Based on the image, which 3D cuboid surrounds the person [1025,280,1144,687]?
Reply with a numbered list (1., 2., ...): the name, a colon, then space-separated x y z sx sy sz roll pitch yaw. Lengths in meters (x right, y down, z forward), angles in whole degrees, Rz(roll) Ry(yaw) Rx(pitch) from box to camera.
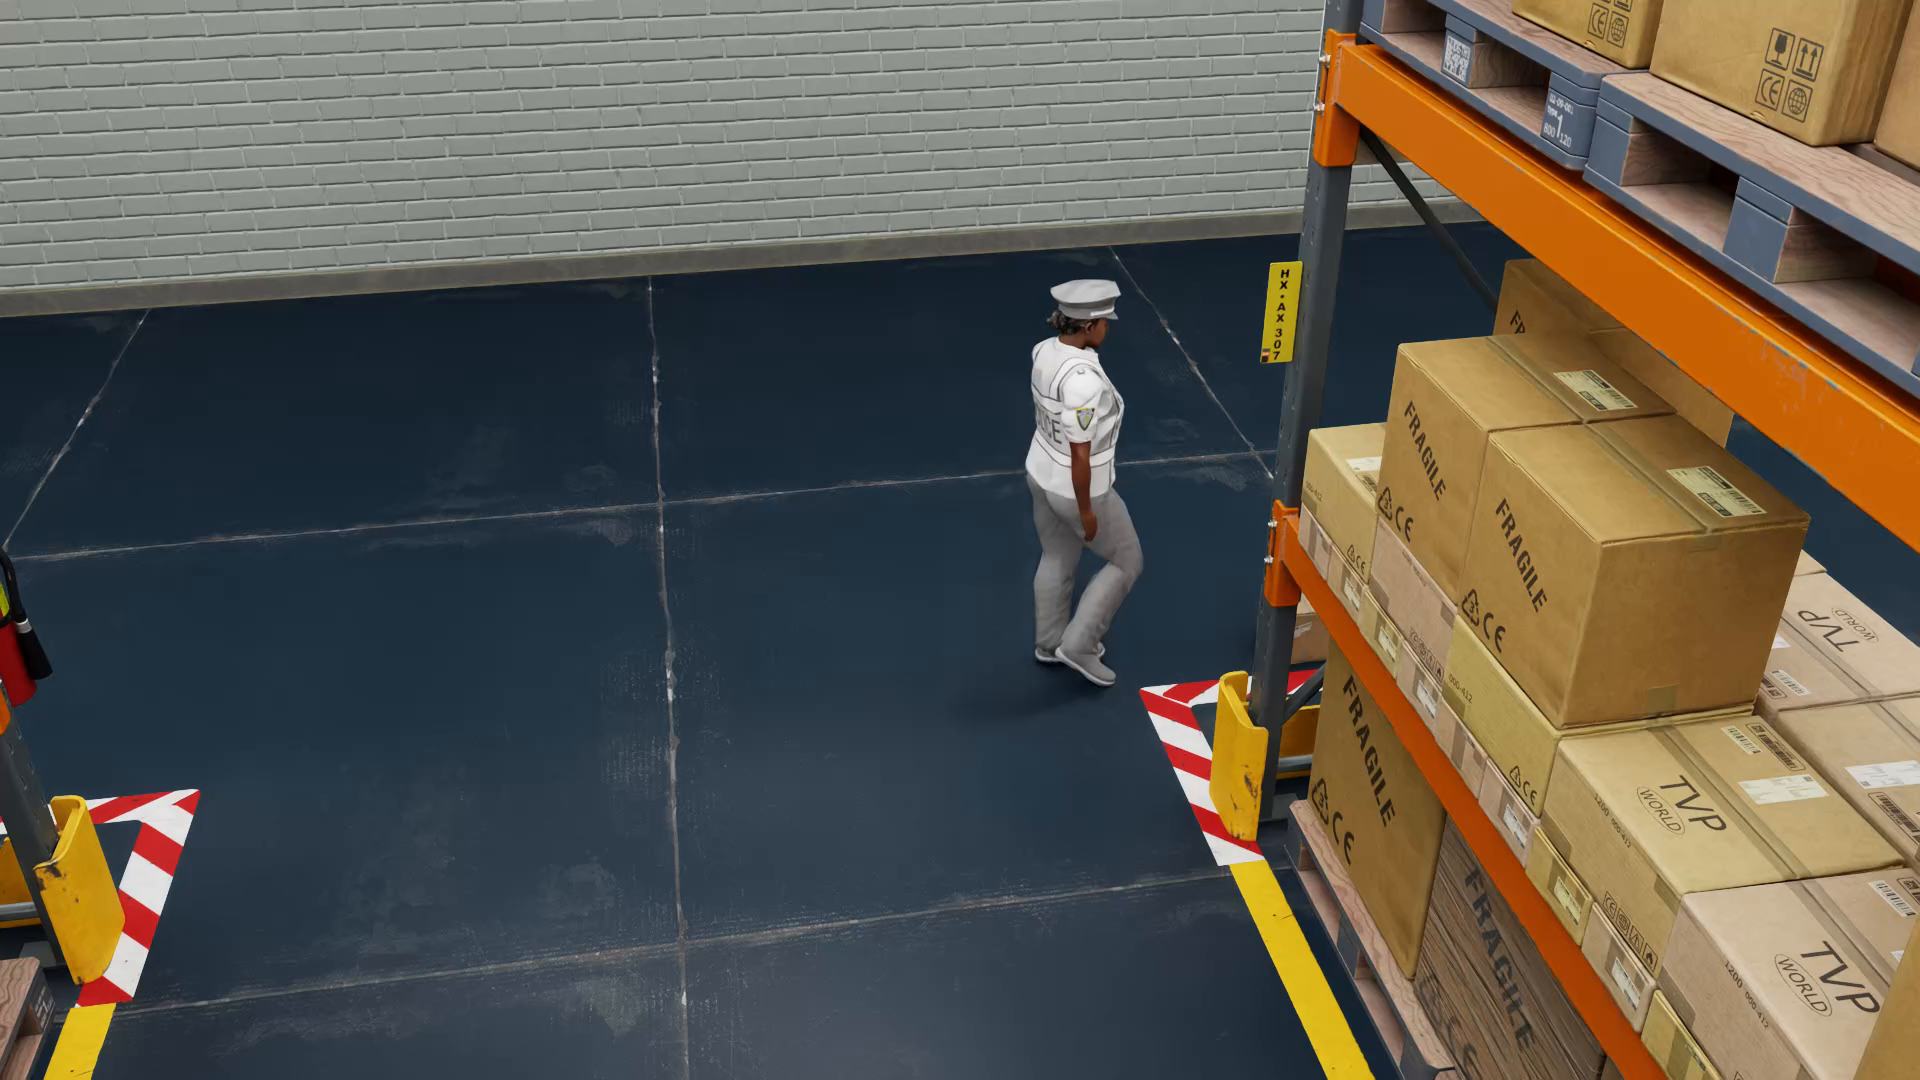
1. person: 0.478 -0.212 6.485 0.430 1.677 0.473 -11 33 -18
